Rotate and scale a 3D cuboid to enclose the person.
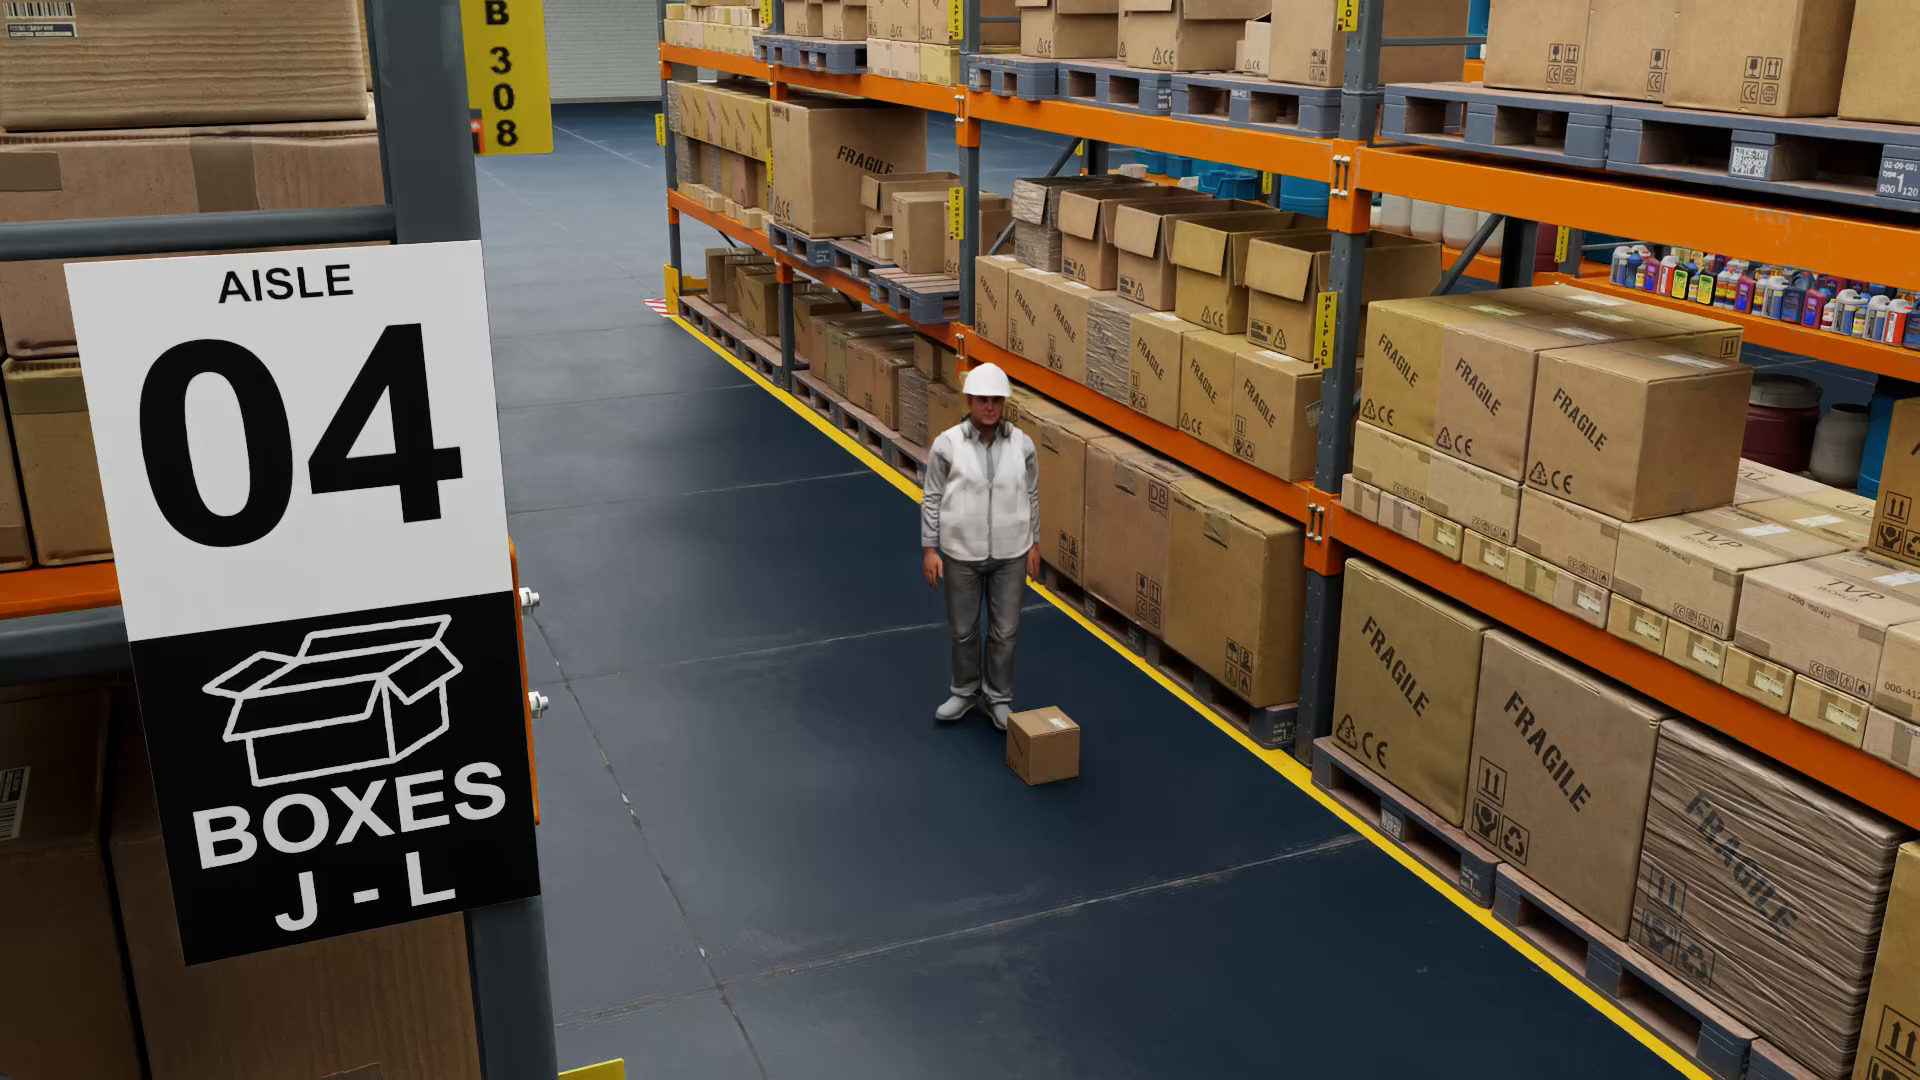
[{"bbox_3d":[0.104,0.043,7.858,0.581,1.766,0.402,-3,19,-8],"label":"person"}]
